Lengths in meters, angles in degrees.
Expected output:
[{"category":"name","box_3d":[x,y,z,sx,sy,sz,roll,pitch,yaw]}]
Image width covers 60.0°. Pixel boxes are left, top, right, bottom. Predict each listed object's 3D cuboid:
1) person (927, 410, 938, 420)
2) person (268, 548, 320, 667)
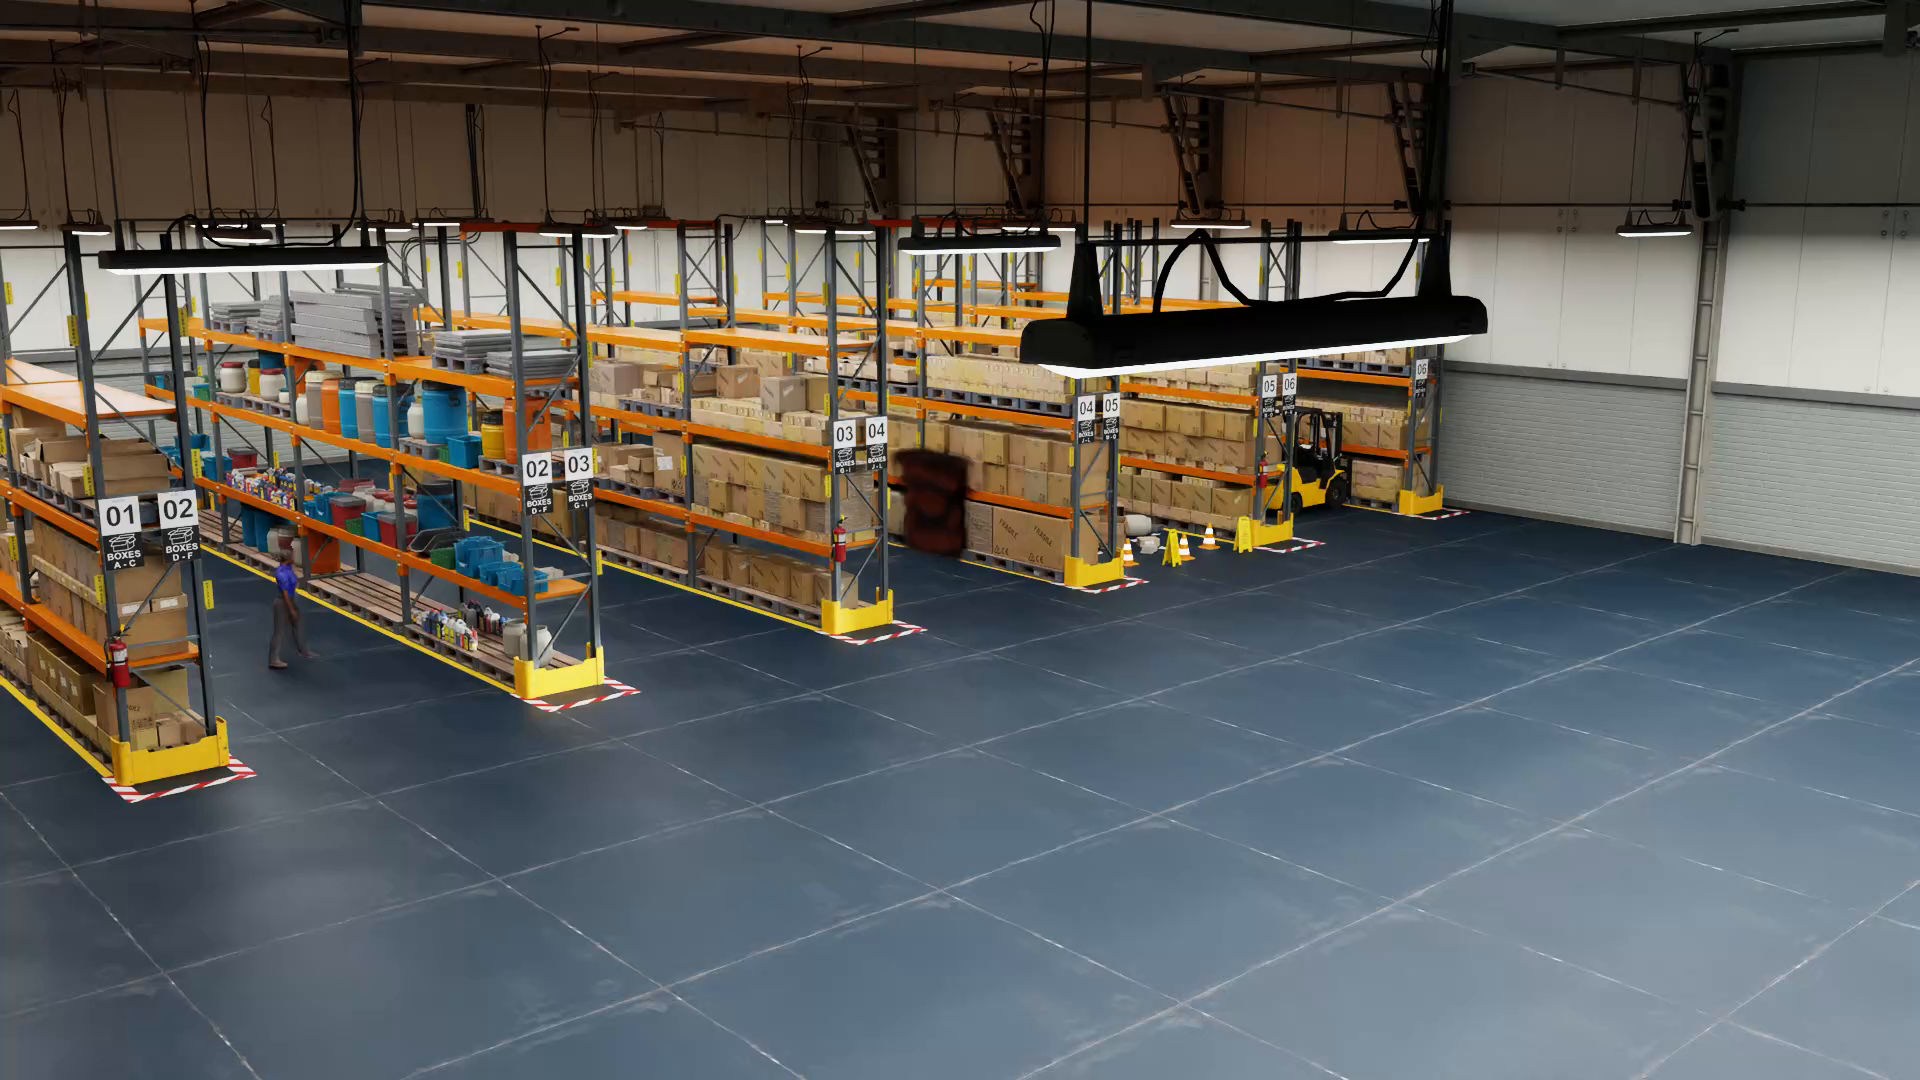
[{"category":"person","box_3d":[-0.575,-1.958,36.224,0.552,1.747,0.437,11,16,43]},{"category":"person","box_3d":[-9.357,0.927,23.189,0.560,1.660,0.665,-1,11,-5]}]
